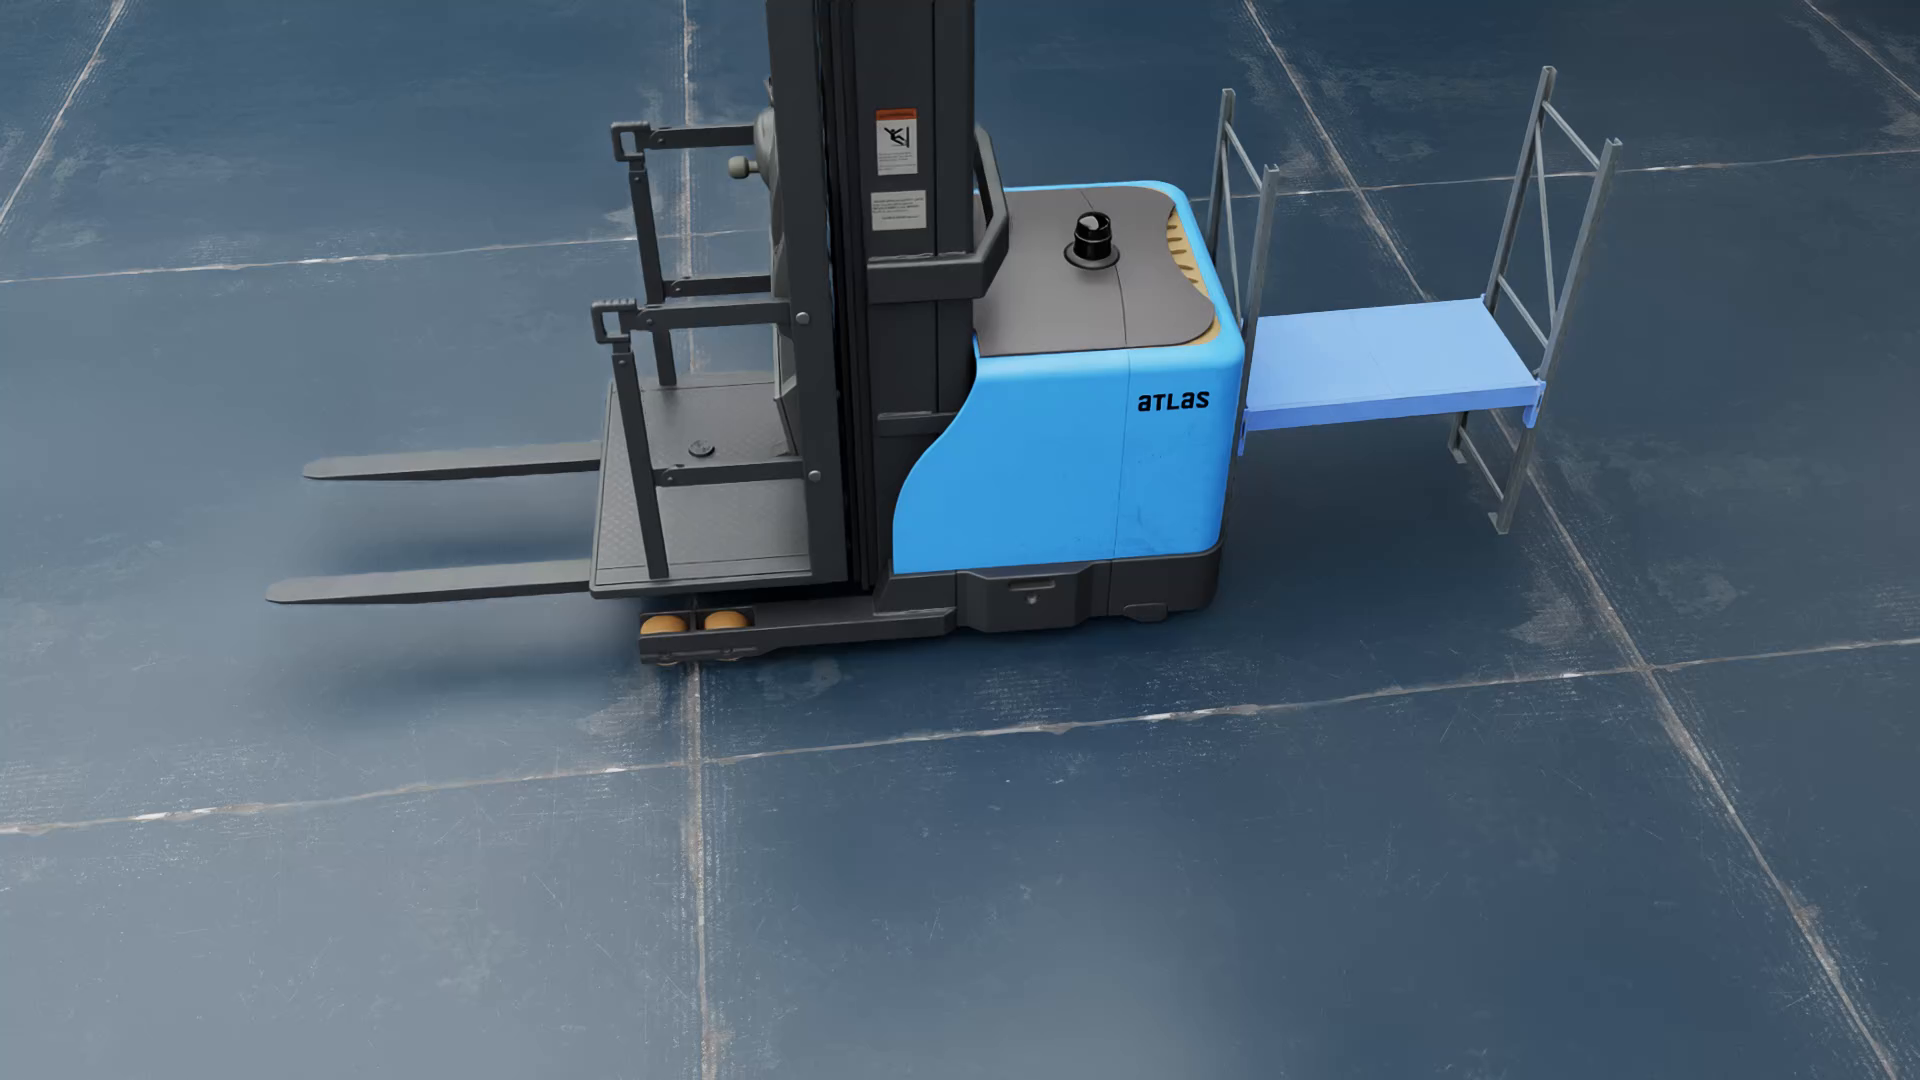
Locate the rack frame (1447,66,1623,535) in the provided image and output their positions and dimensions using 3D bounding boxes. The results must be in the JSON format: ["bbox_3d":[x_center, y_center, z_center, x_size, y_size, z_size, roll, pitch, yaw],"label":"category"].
[{"bbox_3d":[1.849,-0.740,5.451,0.032,1.500,0.500,-6,42,-6],"label":"rack frame"}]

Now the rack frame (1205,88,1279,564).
[{"bbox_3d":[0.844,-0.641,5.341,0.032,1.500,0.500,-6,42,-6],"label":"rack frame"}]

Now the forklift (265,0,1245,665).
[{"bbox_3d":[-0.708,-1.061,4.738,3.031,2.935,1.130,-4,42,-4],"label":"forklift"}]

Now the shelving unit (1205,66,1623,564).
[{"bbox_3d":[1.347,-0.691,5.396,1.048,1.500,0.538,-6,42,-6],"label":"shelving unit"}]

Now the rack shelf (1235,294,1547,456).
[{"bbox_3d":[1.347,-0.557,5.516,1.000,0.185,0.538,-6,42,-6],"label":"rack shelf"}]
